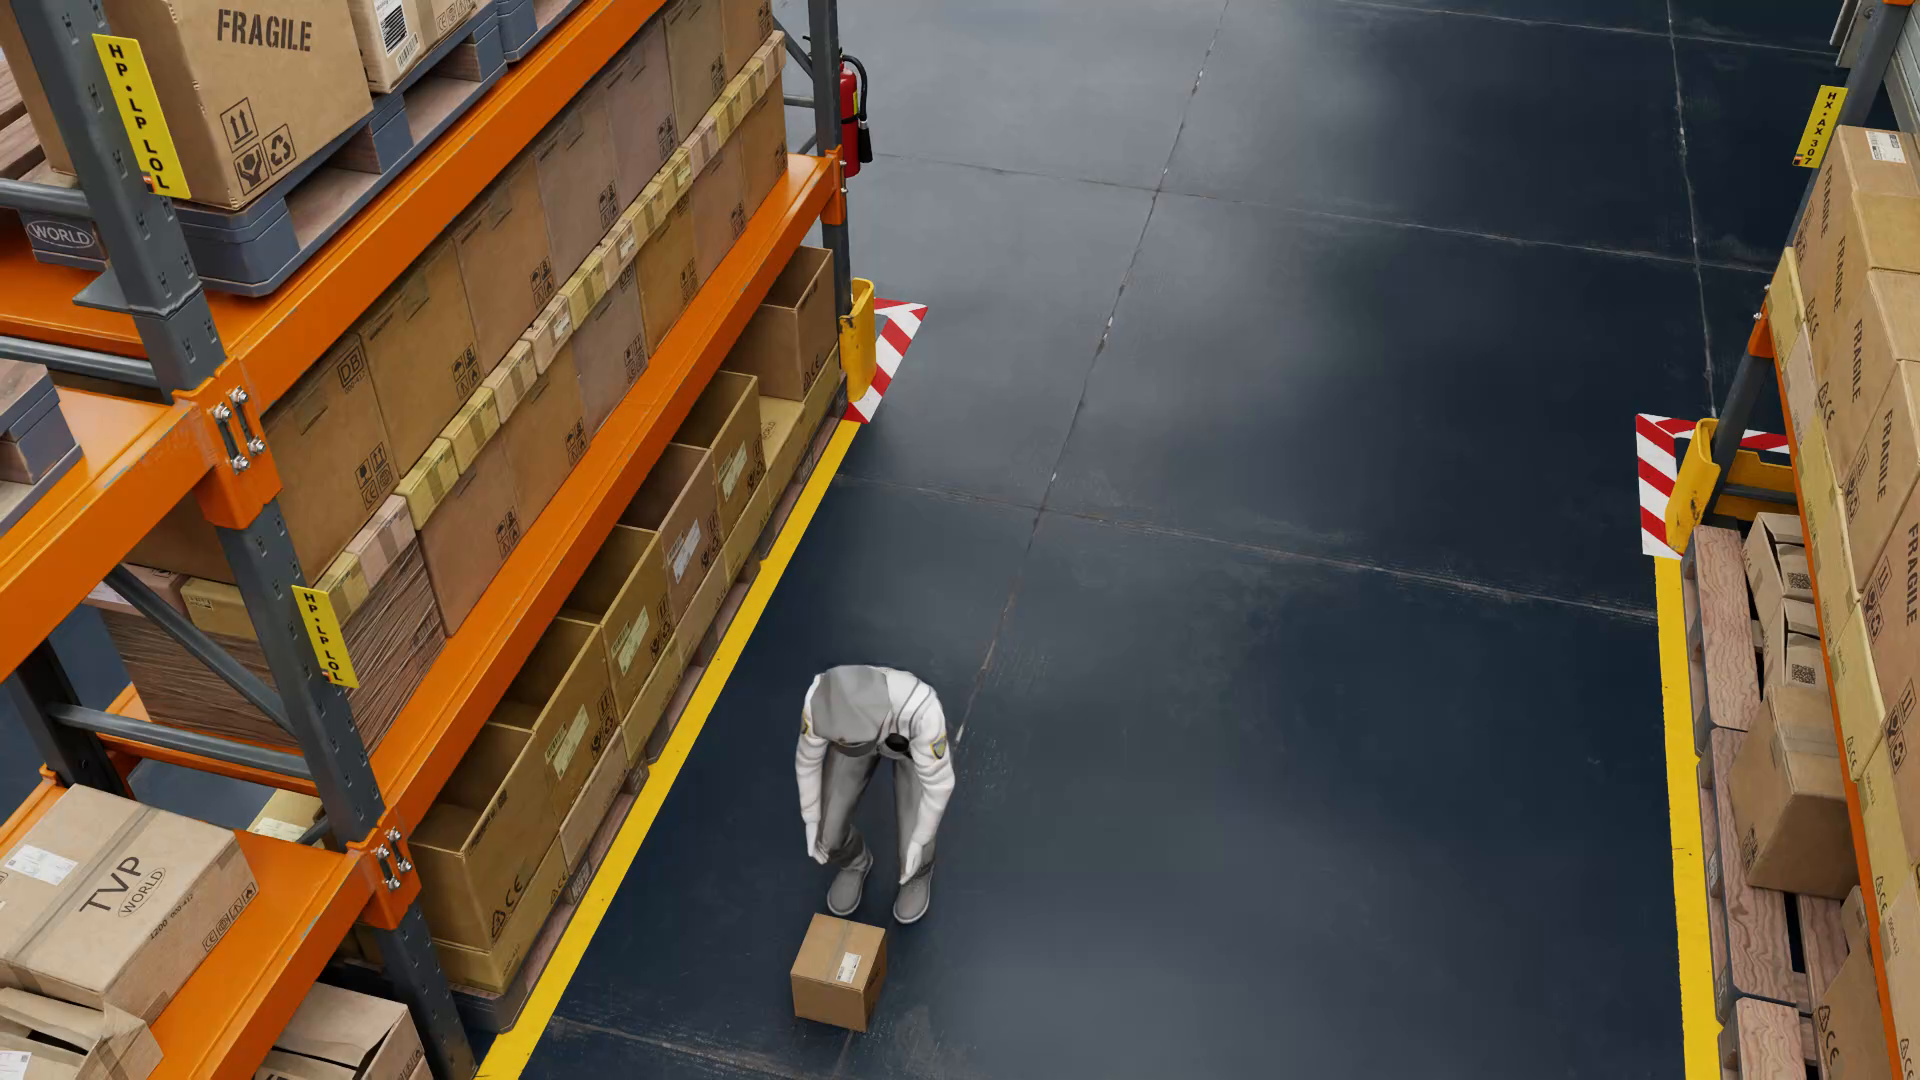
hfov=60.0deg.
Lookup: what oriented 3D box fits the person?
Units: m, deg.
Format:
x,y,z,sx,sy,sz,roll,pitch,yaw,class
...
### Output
x,y,z,sx,sy,sz,roll,pitch,yaw,class
-0.258,0.793,5.500,0.535,1.348,0.725,11,42,12,person
